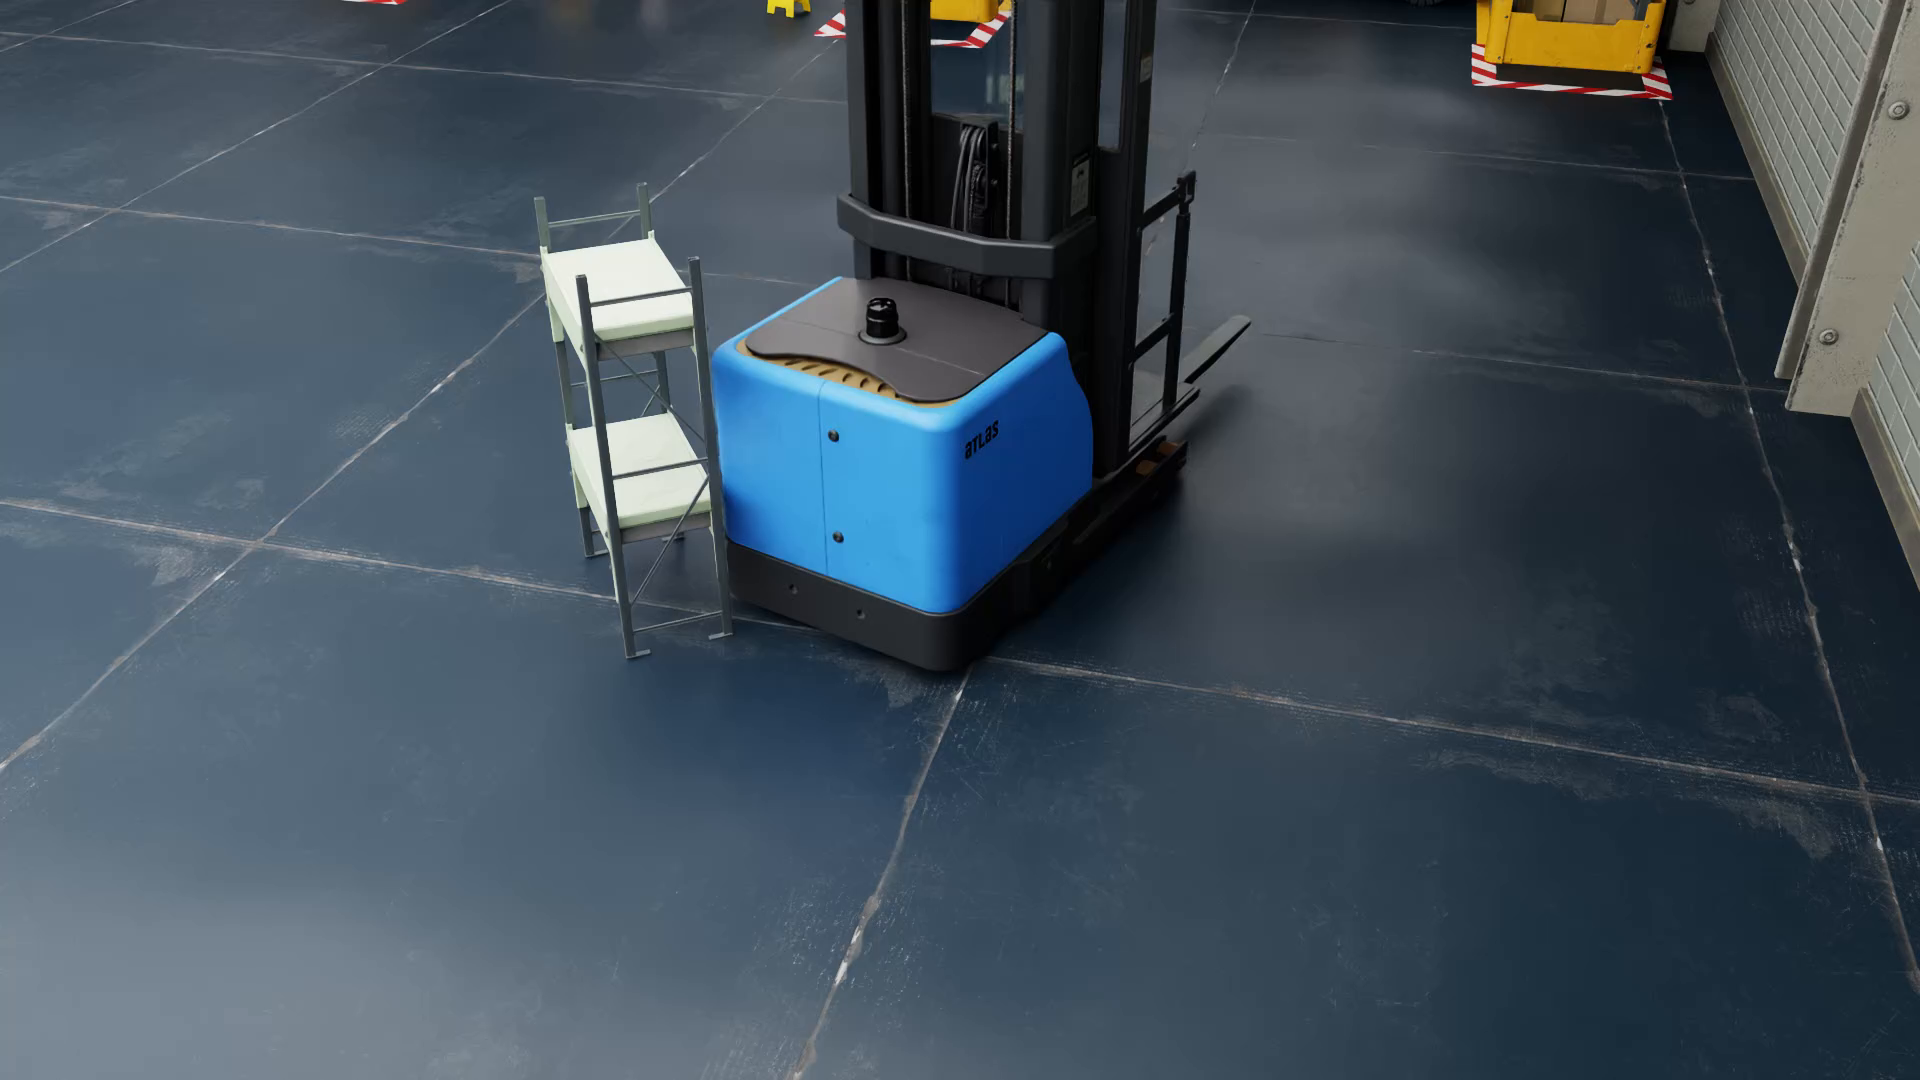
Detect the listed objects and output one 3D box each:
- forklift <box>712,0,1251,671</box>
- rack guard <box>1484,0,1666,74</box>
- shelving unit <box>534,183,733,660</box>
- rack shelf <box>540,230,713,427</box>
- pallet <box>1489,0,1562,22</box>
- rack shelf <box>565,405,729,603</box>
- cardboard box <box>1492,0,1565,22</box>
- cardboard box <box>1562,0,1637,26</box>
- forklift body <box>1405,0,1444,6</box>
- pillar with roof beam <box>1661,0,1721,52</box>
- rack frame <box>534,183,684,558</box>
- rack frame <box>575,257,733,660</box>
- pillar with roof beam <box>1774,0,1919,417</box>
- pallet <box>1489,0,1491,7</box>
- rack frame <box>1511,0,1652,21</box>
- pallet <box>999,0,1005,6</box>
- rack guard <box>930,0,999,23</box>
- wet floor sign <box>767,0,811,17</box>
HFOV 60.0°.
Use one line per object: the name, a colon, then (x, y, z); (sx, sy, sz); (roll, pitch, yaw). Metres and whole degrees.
forklift: (0.320, -1.527, 6.421); (1.130, 2.935, 3.031); (19, 37, 27)
rack guard: (4.494, -3.758, 12.196); (1.175, 0.500, 0.348); (8, 33, 12)
shelving unit: (-1.171, -0.424, 6.019); (0.431, 1.500, 0.755); (-12, 34, -19)
rack shelf: (-1.171, -0.753, 5.810); (0.431, 0.370, 0.720); (-12, 34, -19)
pallet: (4.654, -4.051, 12.926); (1.003, 0.211, 1.213); (8, 33, 12)
rack shelf: (-1.171, -0.149, 6.194); (0.431, 0.370, 0.720); (-12, 34, -19)
cardboard box: (4.314, -4.129, 12.621); (0.500, 0.250, 0.500); (8, 33, 13)
cardboard box: (4.814, -4.071, 12.529); (0.500, 0.250, 0.500); (8, 33, 13)
forklift body: (3.217, -5.700, 13.711); (2.313, 2.155, 1.214); (8, 33, 12)
pillar with roof beam: (1.385, -8.182, 11.233); (9.100, 9.000, 0.400); (8, 33, 12)
rack frame: (-1.310, -0.606, 6.305); (0.400, 1.500, 0.023); (-12, 34, -19)
rack frame: (-1.033, -0.242, 5.733); (0.400, 1.500, 0.023); (-12, 34, -19)
pillar with roof beam: (-0.138, -5.068, 6.335); (9.100, 9.000, 0.400); (8, 33, 12)
pallet: (4.966, -4.683, 13.919); (1.003, 0.211, 1.213); (8, 33, 12)
rack frame: (4.500, -4.826, 11.545); (1.000, 3.000, 0.127); (8, 33, 12)
pallet: (-0.042, -4.779, 14.071); (1.003, 0.211, 1.213); (8, 33, 12)
rack guard: (-0.283, -4.484, 13.337); (1.175, 0.500, 0.348); (8, 33, 12)
wet floor sign: (-1.385, -4.553, 13.310); (0.267, 0.644, 0.232); (20, 38, 29)
